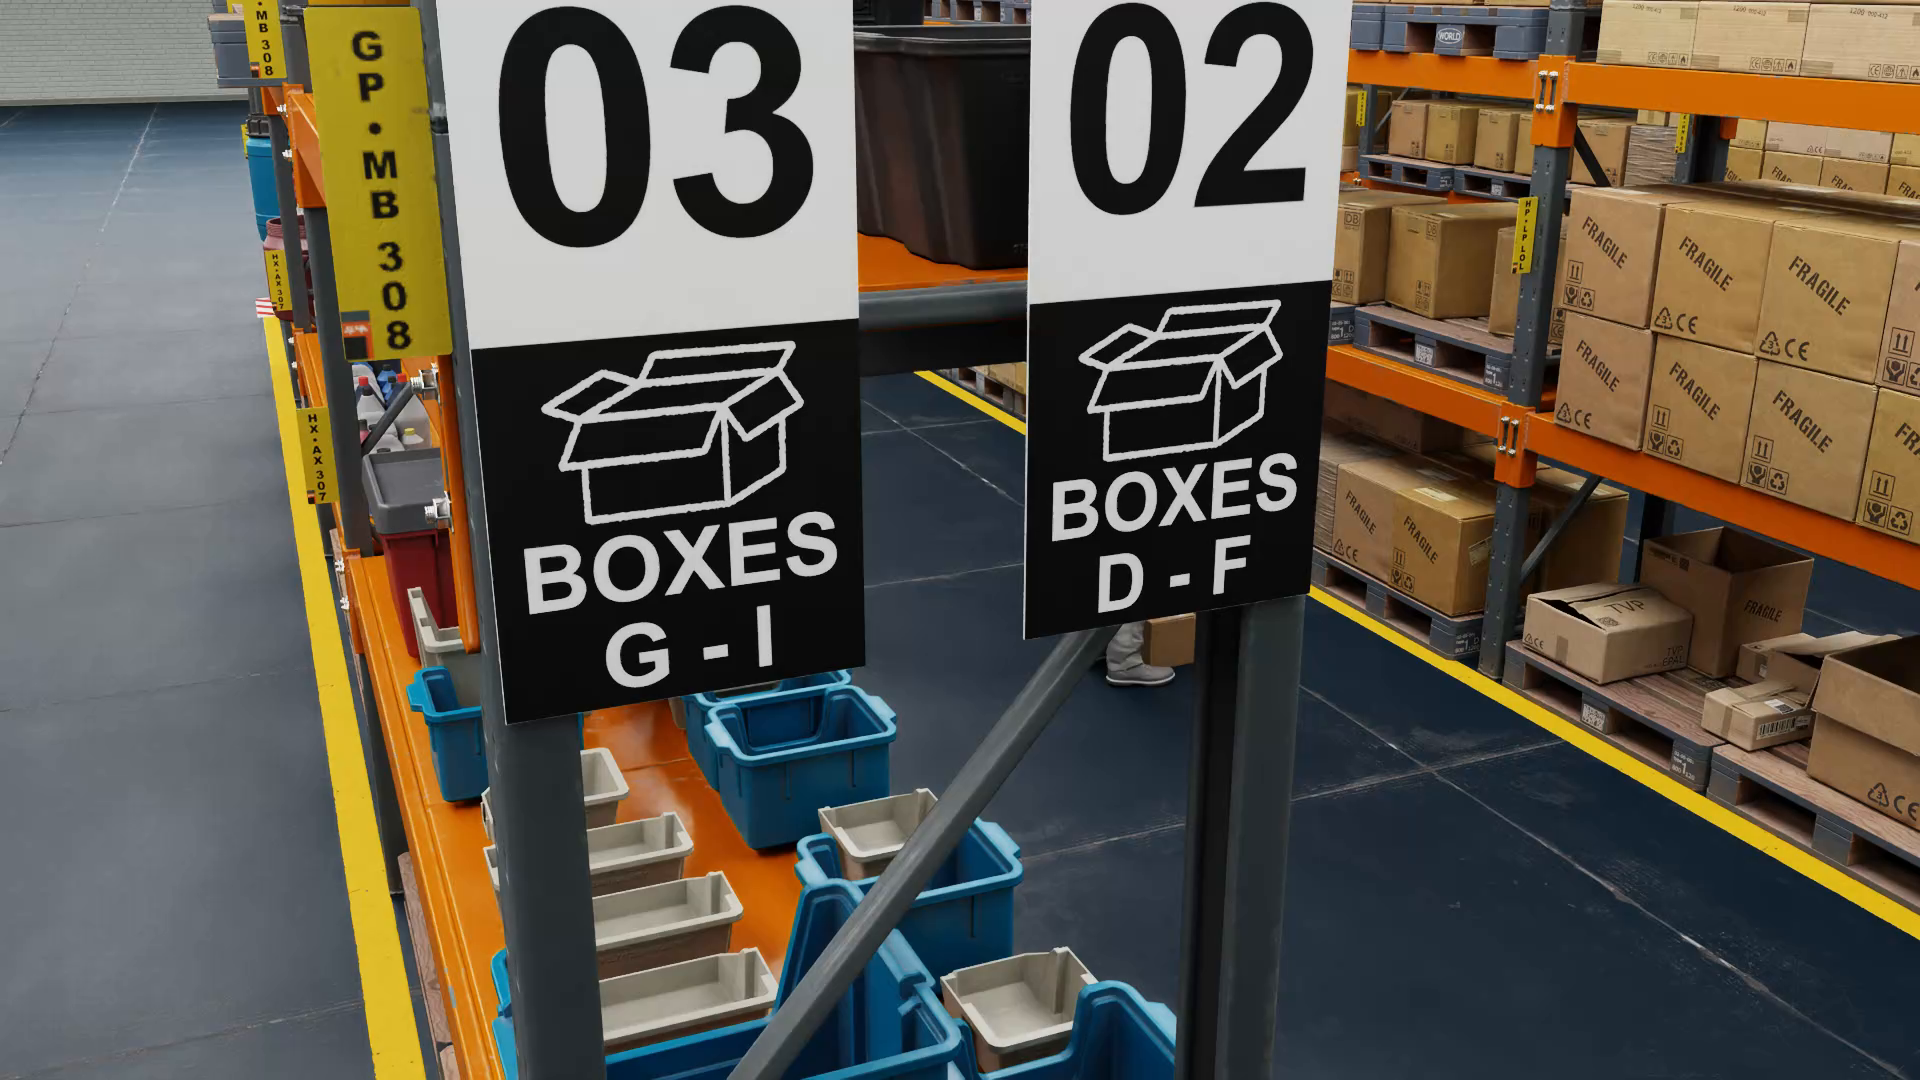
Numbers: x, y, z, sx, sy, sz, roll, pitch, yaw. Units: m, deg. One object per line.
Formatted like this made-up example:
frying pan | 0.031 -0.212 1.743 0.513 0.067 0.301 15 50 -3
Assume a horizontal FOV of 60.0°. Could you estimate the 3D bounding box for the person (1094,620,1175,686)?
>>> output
person | 0.718 -0.216 7.687 0.435 1.748 0.591 -8 20 -23
